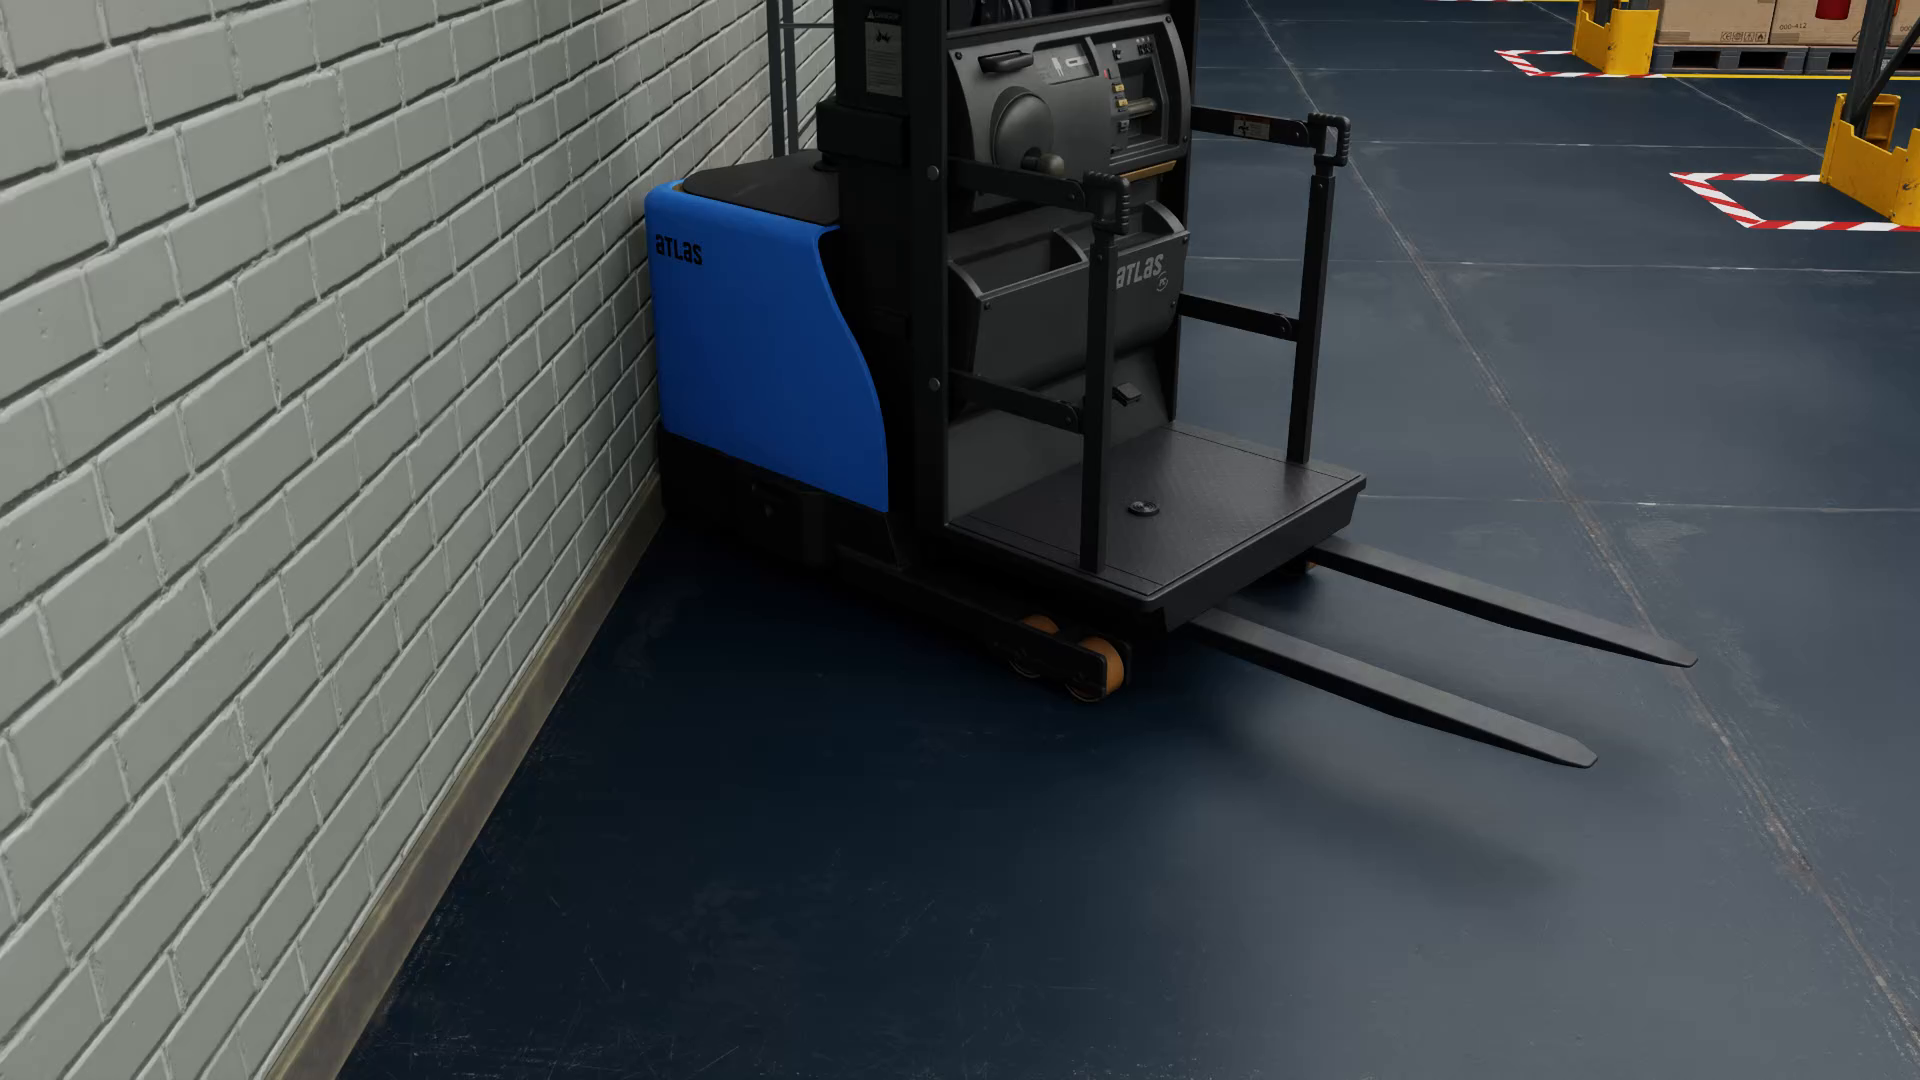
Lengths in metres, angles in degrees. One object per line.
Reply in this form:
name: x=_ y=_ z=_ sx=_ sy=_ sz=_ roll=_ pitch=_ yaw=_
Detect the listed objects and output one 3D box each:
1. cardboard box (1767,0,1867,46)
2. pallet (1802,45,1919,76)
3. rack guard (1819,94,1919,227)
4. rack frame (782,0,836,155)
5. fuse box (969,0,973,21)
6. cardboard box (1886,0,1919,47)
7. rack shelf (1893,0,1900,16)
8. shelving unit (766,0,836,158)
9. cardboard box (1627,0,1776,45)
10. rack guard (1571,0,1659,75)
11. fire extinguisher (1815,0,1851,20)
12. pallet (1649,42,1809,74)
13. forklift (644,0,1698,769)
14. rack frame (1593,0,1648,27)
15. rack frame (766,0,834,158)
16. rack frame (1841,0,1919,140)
cardboard box: x=7.024 y=-4.364 z=13.709 sx=0.875 sy=0.438 sz=0.875 roll=2 pitch=25 yaw=5
pallet: x=7.461 y=-4.043 z=13.783 sx=1.213 sy=0.211 sz=1.003 roll=2 pitch=25 yaw=4
rack guard: x=5.242 y=-2.138 z=9.299 sx=0.348 sy=0.500 sz=1.175 roll=2 pitch=25 yaw=4
rack frame: x=-0.472 y=-1.642 z=7.025 sx=0.500 sy=1.500 sz=0.032 roll=-1 pitch=25 yaw=-2
fuse box: x=0.127 y=-5.799 z=15.805 sx=0.414 sy=1.711 sz=0.539 roll=2 pitch=25 yaw=4
cardboard box: x=7.923 y=-4.335 z=13.645 sx=0.875 sy=0.438 sz=0.875 roll=1 pitch=25 yaw=2
rack shelf: x=7.161 y=-2.886 z=8.793 sx=4.000 sy=0.370 sz=1.077 roll=2 pitch=25 yaw=4
shelving unit: x=-0.448 y=-1.426 z=6.555 sx=0.587 sy=1.500 sz=1.083 roll=-1 pitch=25 yaw=-2
cardboard box: x=6.111 y=-4.390 z=13.765 sx=0.875 sy=0.438 sz=0.875 roll=1 pitch=25 yaw=2
rack guard: x=5.421 y=-4.208 z=13.797 sx=0.348 sy=0.500 sz=1.175 roll=2 pitch=25 yaw=4
fire extinguisher: x=4.951 y=-3.272 z=9.312 sx=0.183 sy=0.674 sz=0.296 roll=2 pitch=25 yaw=4
pallet: x=6.248 y=-4.083 z=13.871 sx=1.213 sy=0.211 sz=1.003 roll=2 pitch=25 yaw=4
forklift: x=0.467 y=-1.157 z=4.259 sx=3.031 sy=2.935 sz=1.130 roll=20 pitch=32 yaw=37
rack frame: x=5.445 y=-5.343 z=13.273 sx=0.127 sy=3.000 sz=1.000 roll=2 pitch=25 yaw=4
rack frame: x=-0.424 y=-1.218 z=6.102 sx=0.500 sy=1.500 sz=0.032 roll=-1 pitch=25 yaw=-2
rack frame: x=5.167 y=-3.276 z=8.782 sx=0.127 sy=3.000 sz=1.000 roll=2 pitch=25 yaw=4
